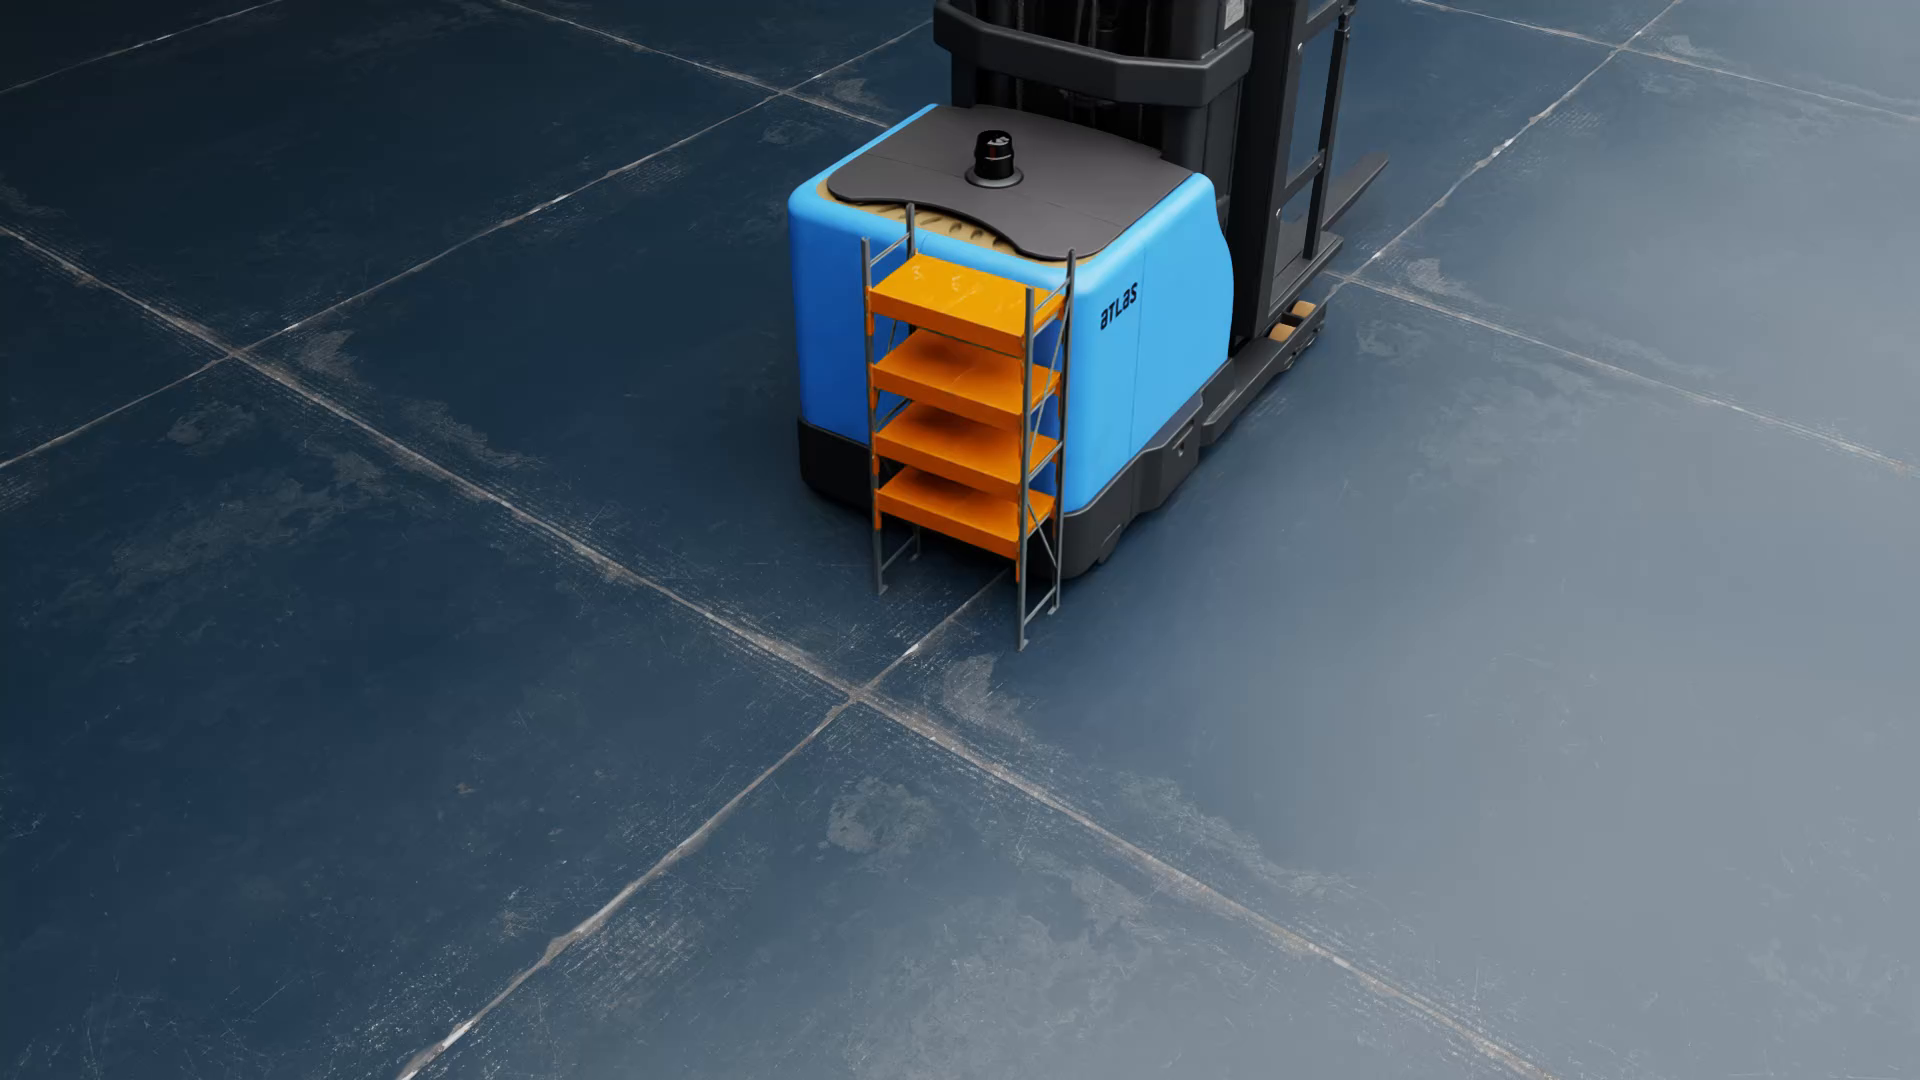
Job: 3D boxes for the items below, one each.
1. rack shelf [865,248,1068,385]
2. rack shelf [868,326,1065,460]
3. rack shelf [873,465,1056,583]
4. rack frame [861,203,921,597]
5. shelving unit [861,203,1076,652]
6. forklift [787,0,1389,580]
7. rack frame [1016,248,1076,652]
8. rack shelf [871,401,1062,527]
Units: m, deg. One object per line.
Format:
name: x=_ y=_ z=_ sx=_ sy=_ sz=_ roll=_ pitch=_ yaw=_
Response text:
rack shelf: x=0.020 y=-0.597 z=4.402 sx=0.480 sy=0.148 sz=0.258 roll=20 pitch=42 yaw=24
rack shelf: x=0.020 y=-0.411 z=4.548 sx=0.480 sy=0.148 sz=0.258 roll=20 pitch=42 yaw=24
rack shelf: x=0.020 y=-0.079 z=4.808 sx=0.480 sy=0.148 sz=0.258 roll=20 pitch=42 yaw=24
rack frame: x=-0.189 y=-0.365 z=4.743 sx=0.015 sy=1.200 sz=0.240 roll=20 pitch=42 yaw=24
shelving unit: x=0.020 y=-0.288 z=4.645 sx=0.503 sy=1.200 sz=0.258 roll=20 pitch=42 yaw=24
forklift: x=0.698 y=-1.913 z=5.316 sx=1.130 sy=2.935 sz=3.031 roll=21 pitch=43 yaw=25
rack frame: x=0.230 y=-0.211 z=4.546 sx=0.015 sy=1.200 sz=0.240 roll=20 pitch=42 yaw=24
rack shelf: x=0.020 y=-0.235 z=4.686 sx=0.480 sy=0.148 sz=0.258 roll=20 pitch=42 yaw=24
